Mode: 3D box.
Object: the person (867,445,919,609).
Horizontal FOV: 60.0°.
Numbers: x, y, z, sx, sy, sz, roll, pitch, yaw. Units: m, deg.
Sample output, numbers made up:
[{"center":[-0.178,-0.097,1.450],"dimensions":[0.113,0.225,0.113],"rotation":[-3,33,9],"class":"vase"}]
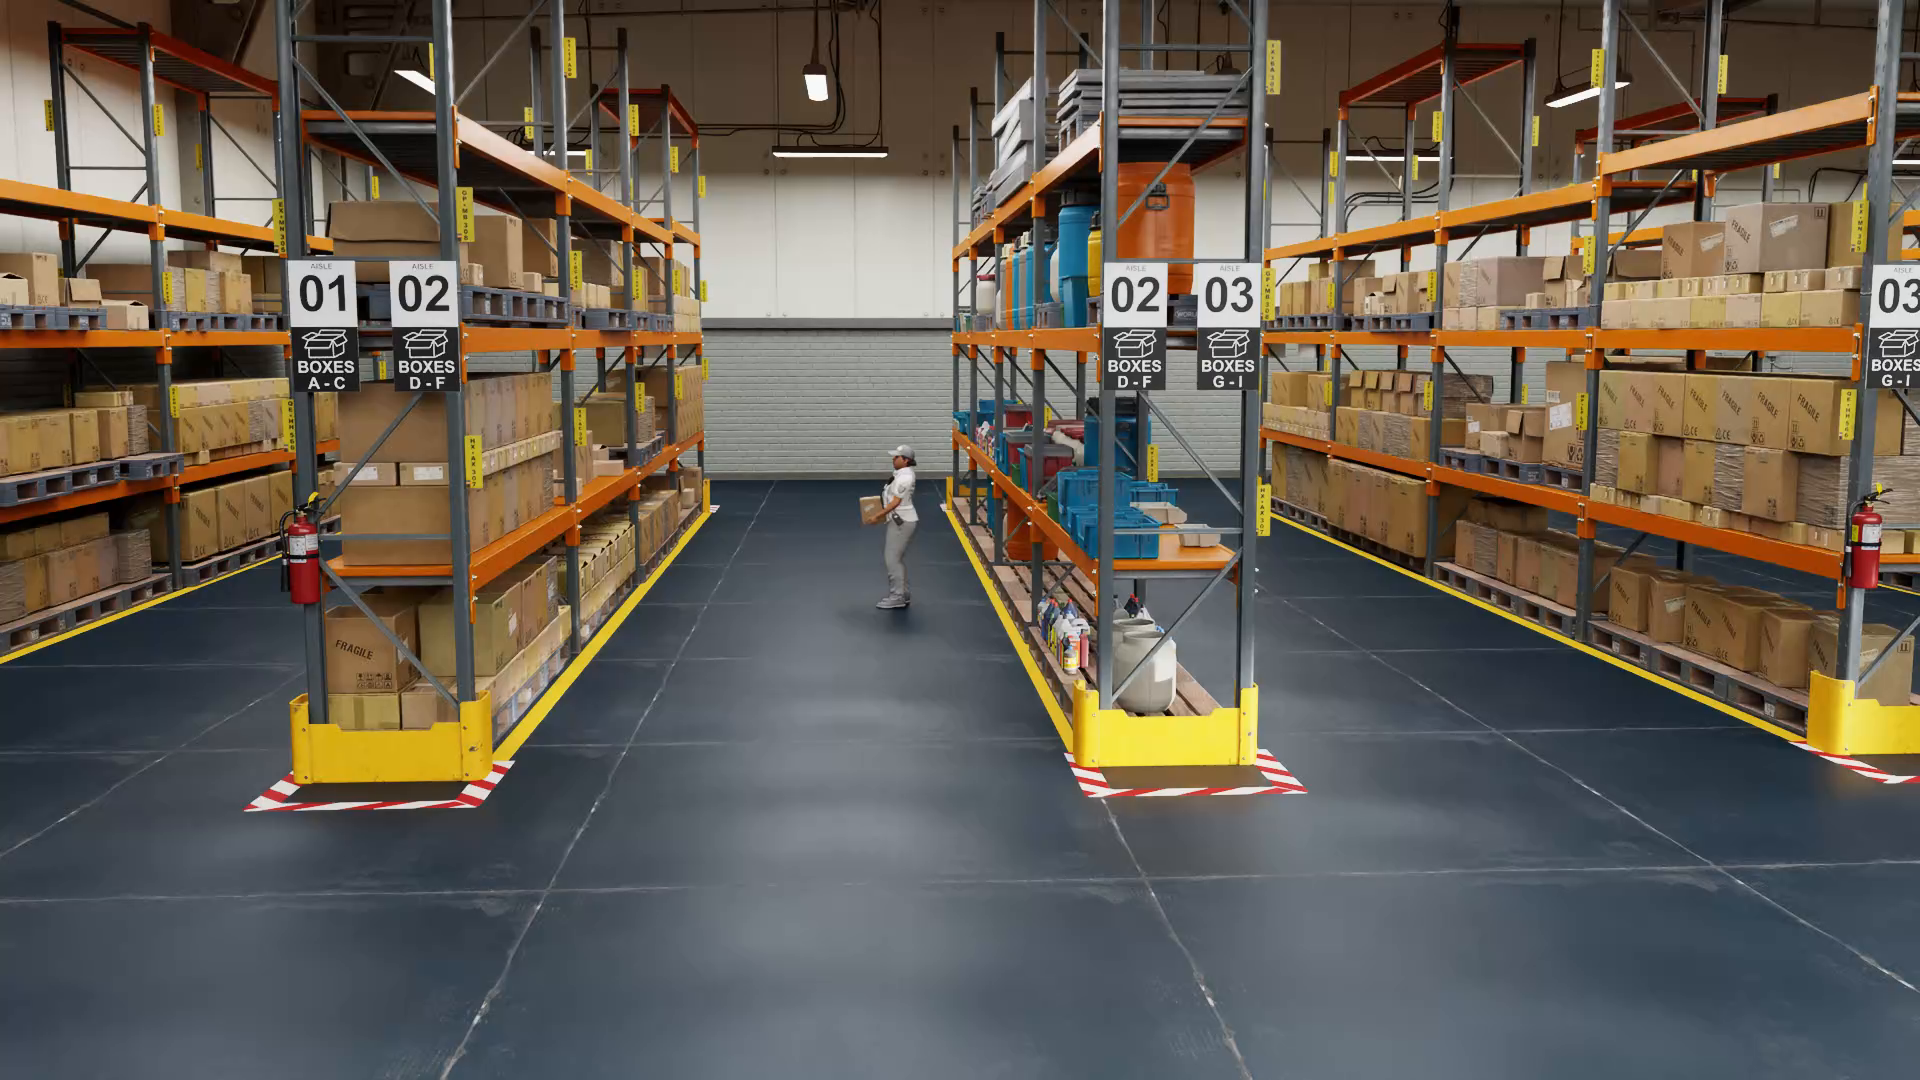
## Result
[{"center":[-0.688,-0.142,16.946],"dimensions":[0.534,1.653,0.453],"rotation":[0,7,-4],"class":"person"}]
